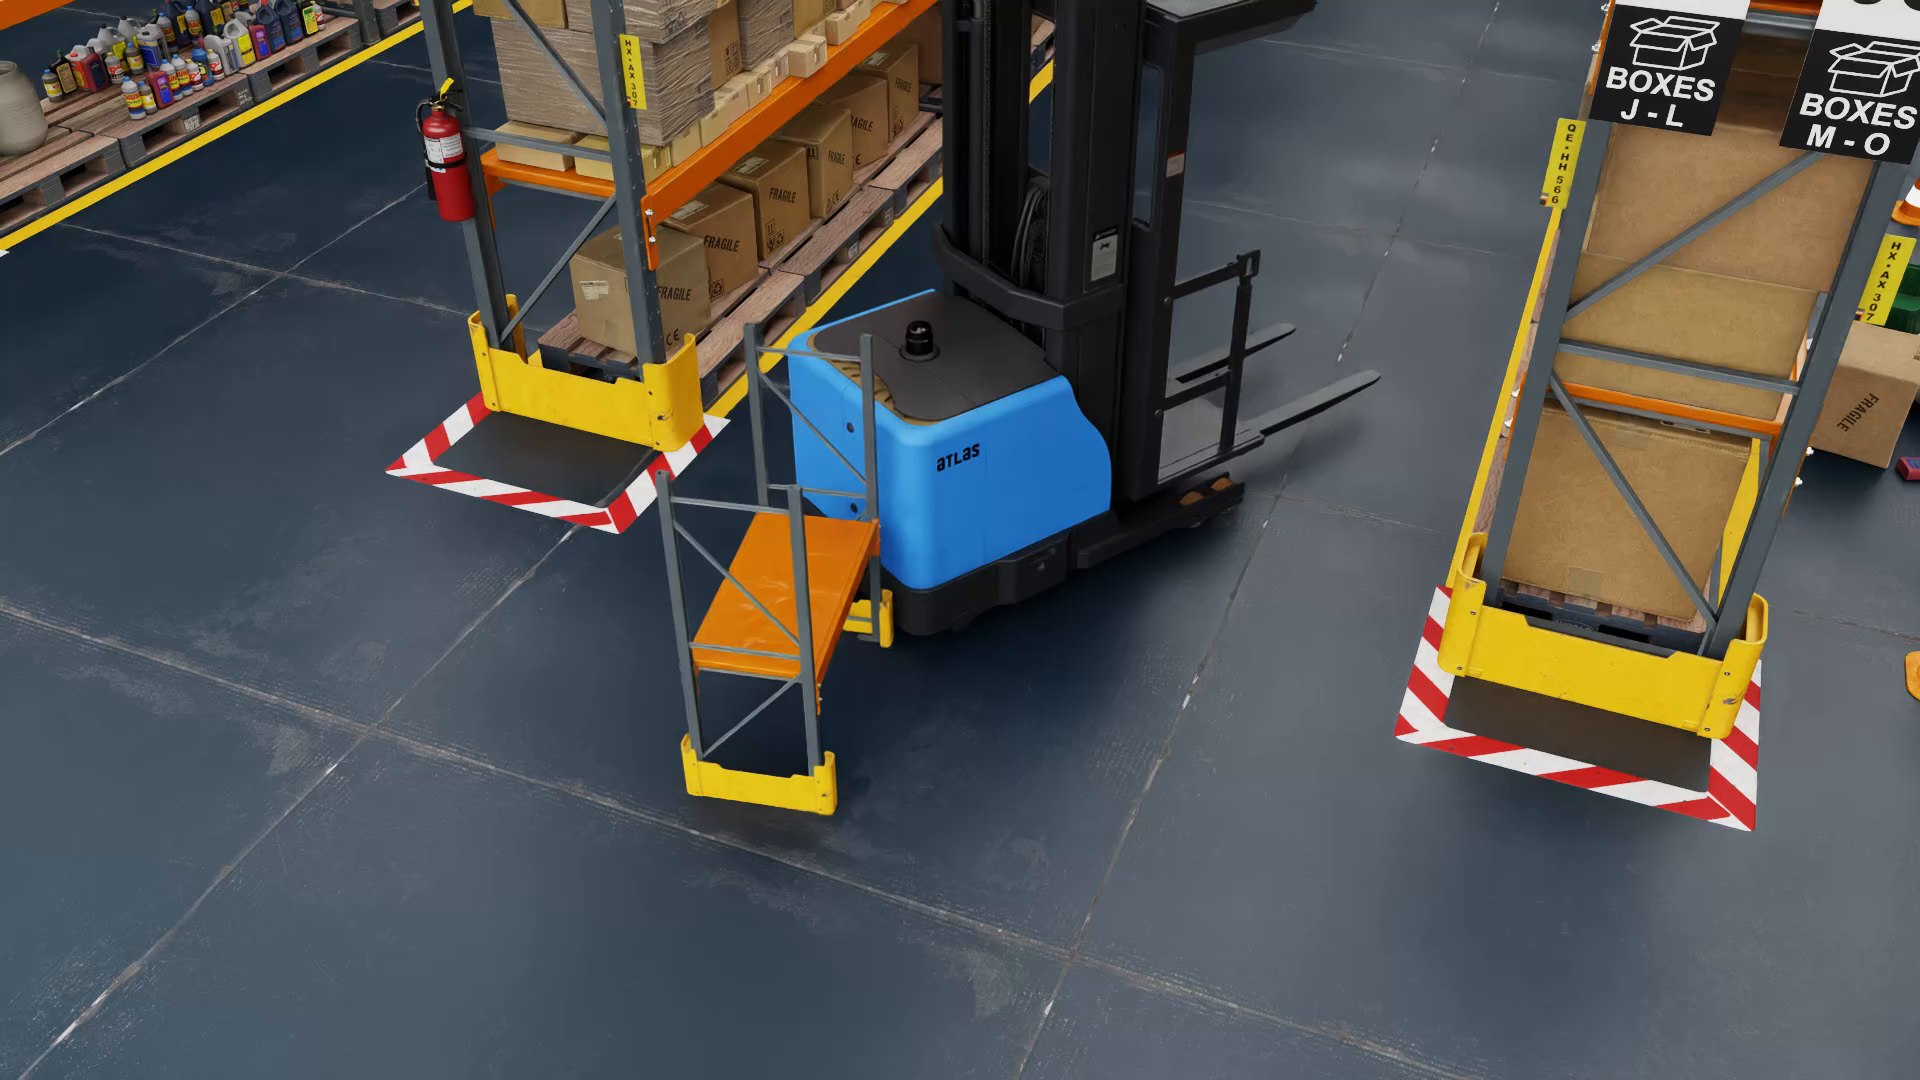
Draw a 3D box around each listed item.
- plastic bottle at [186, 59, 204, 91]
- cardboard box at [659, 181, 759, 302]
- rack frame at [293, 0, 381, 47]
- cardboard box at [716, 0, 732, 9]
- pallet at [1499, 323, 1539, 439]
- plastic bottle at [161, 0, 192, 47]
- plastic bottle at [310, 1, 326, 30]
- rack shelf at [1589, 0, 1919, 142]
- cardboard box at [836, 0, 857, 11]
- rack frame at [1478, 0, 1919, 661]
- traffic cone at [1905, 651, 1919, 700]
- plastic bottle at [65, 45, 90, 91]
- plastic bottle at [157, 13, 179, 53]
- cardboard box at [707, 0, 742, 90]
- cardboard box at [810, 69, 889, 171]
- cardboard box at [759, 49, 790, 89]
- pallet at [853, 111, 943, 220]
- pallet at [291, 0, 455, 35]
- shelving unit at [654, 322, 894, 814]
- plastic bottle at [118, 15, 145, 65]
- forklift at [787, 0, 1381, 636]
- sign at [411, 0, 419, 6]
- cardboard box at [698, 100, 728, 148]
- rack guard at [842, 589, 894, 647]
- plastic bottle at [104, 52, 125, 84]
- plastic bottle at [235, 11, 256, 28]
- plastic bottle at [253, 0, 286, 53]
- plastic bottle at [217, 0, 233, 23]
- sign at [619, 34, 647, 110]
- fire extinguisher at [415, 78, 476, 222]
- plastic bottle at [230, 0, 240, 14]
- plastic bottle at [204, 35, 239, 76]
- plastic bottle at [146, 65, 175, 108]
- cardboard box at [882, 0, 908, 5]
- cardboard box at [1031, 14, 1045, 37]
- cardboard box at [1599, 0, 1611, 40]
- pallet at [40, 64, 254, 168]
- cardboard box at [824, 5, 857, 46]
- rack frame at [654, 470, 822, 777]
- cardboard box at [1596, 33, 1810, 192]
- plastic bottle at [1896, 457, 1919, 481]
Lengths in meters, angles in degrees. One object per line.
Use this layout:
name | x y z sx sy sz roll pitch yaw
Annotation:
plastic bottle | -5.326 -3.233 11.540 0.097 0.201 0.097 0 37 0
cardboard box | -1.481 -1.664 9.208 0.500 0.500 0.500 25 43 29
rack frame | -4.988 -5.159 12.147 1.000 3.000 0.127 14 39 18
cardboard box | -1.272 -2.894 7.949 0.500 0.500 0.500 14 39 18
pallet | 3.316 -0.647 8.440 1.003 0.211 1.213 14 39 18
plastic bottle | -5.751 -3.818 12.197 0.144 0.351 0.185 12 38 16
plastic bottle | -4.838 -3.943 12.489 0.097 0.201 0.097 0 37 0
rack shelf | 3.379 -2.651 6.887 1.077 0.370 4.000 14 39 18
cardboard box | -0.956 -3.387 9.443 0.875 0.500 0.500 14 39 18
rack frame | 2.618 -0.631 6.088 1.000 3.000 0.127 14 39 18
traffic cone | 4.134 0.415 6.808 0.336 0.463 0.334 14 39 18
plastic bottle | -6.096 -3.280 11.540 0.152 0.276 0.135 14 39 18
plastic bottle | -5.772 -3.696 12.101 0.097 0.271 0.097 0 37 0
cardboard box | -1.616 -2.578 8.362 0.875 0.500 0.500 14 39 18
cardboard box | -0.808 -2.667 10.550 0.500 0.500 0.500 27 45 32
cardboard box | -1.132 -2.513 8.816 0.380 0.149 0.250 14 39 18
pallet | -0.631 -2.534 10.964 1.003 0.211 1.213 14 39 18
pallet | -4.726 -4.486 13.575 1.003 0.211 1.213 14 39 18
shelving unit | -0.672 0.098 6.366 0.587 1.500 1.083 6 37 9
plastic bottle | -5.913 -3.582 11.882 0.144 0.351 0.185 14 39 17
forklift | 0.736 -1.468 7.265 3.031 2.935 1.130 -23 43 -28
sign | -2.436 -2.544 7.417 0.100 0.325 0.005 14 39 18
cardboard box | -1.379 -2.088 8.248 0.380 0.149 0.250 14 39 18
rack guard | -0.579 0.306 7.132 0.587 0.250 0.087 6 37 9
plastic bottle | -5.921 -3.309 11.641 0.097 0.201 0.097 0 37 0
plastic bottle | -5.187 -3.736 12.150 0.152 0.276 0.135 14 39 18
plastic bottle | -5.040 -3.746 12.101 0.144 0.351 0.185 12 38 15
plastic bottle | -5.514 -3.962 12.446 0.061 0.283 0.133 14 39 18
sign | -1.428 -2.040 7.250 0.100 0.325 0.005 14 39 18
fire extinguisher | -2.400 -1.827 7.753 0.296 0.674 0.183 14 39 18
plastic bottle | -5.554 -4.082 12.675 0.097 0.201 0.097 0 37 0
plastic bottle | -5.228 -3.448 11.765 0.152 0.276 0.135 15 39 19
plastic bottle | -5.429 -3.087 11.276 0.061 0.283 0.133 14 39 18
cardboard box | -0.465 -3.320 9.896 0.380 0.149 0.250 14 39 18
cardboard box | 0.257 -4.111 12.465 0.700 0.500 0.500 11 38 14
cardboard box | 4.664 -3.010 10.800 1.050 0.750 0.750 14 39 18
pallet | -5.745 -3.002 11.590 1.003 0.211 1.213 14 39 18
cardboard box | -0.802 -2.917 9.357 0.380 0.149 0.250 14 39 18
rack frame | -0.769 0.402 5.959 0.500 1.500 0.032 6 37 9
cardboard box | 2.919 -1.645 6.419 0.875 0.550 0.550 14 39 18
plastic bottle | 4.771 -0.347 8.163 0.283 0.061 0.133 1 37 2
